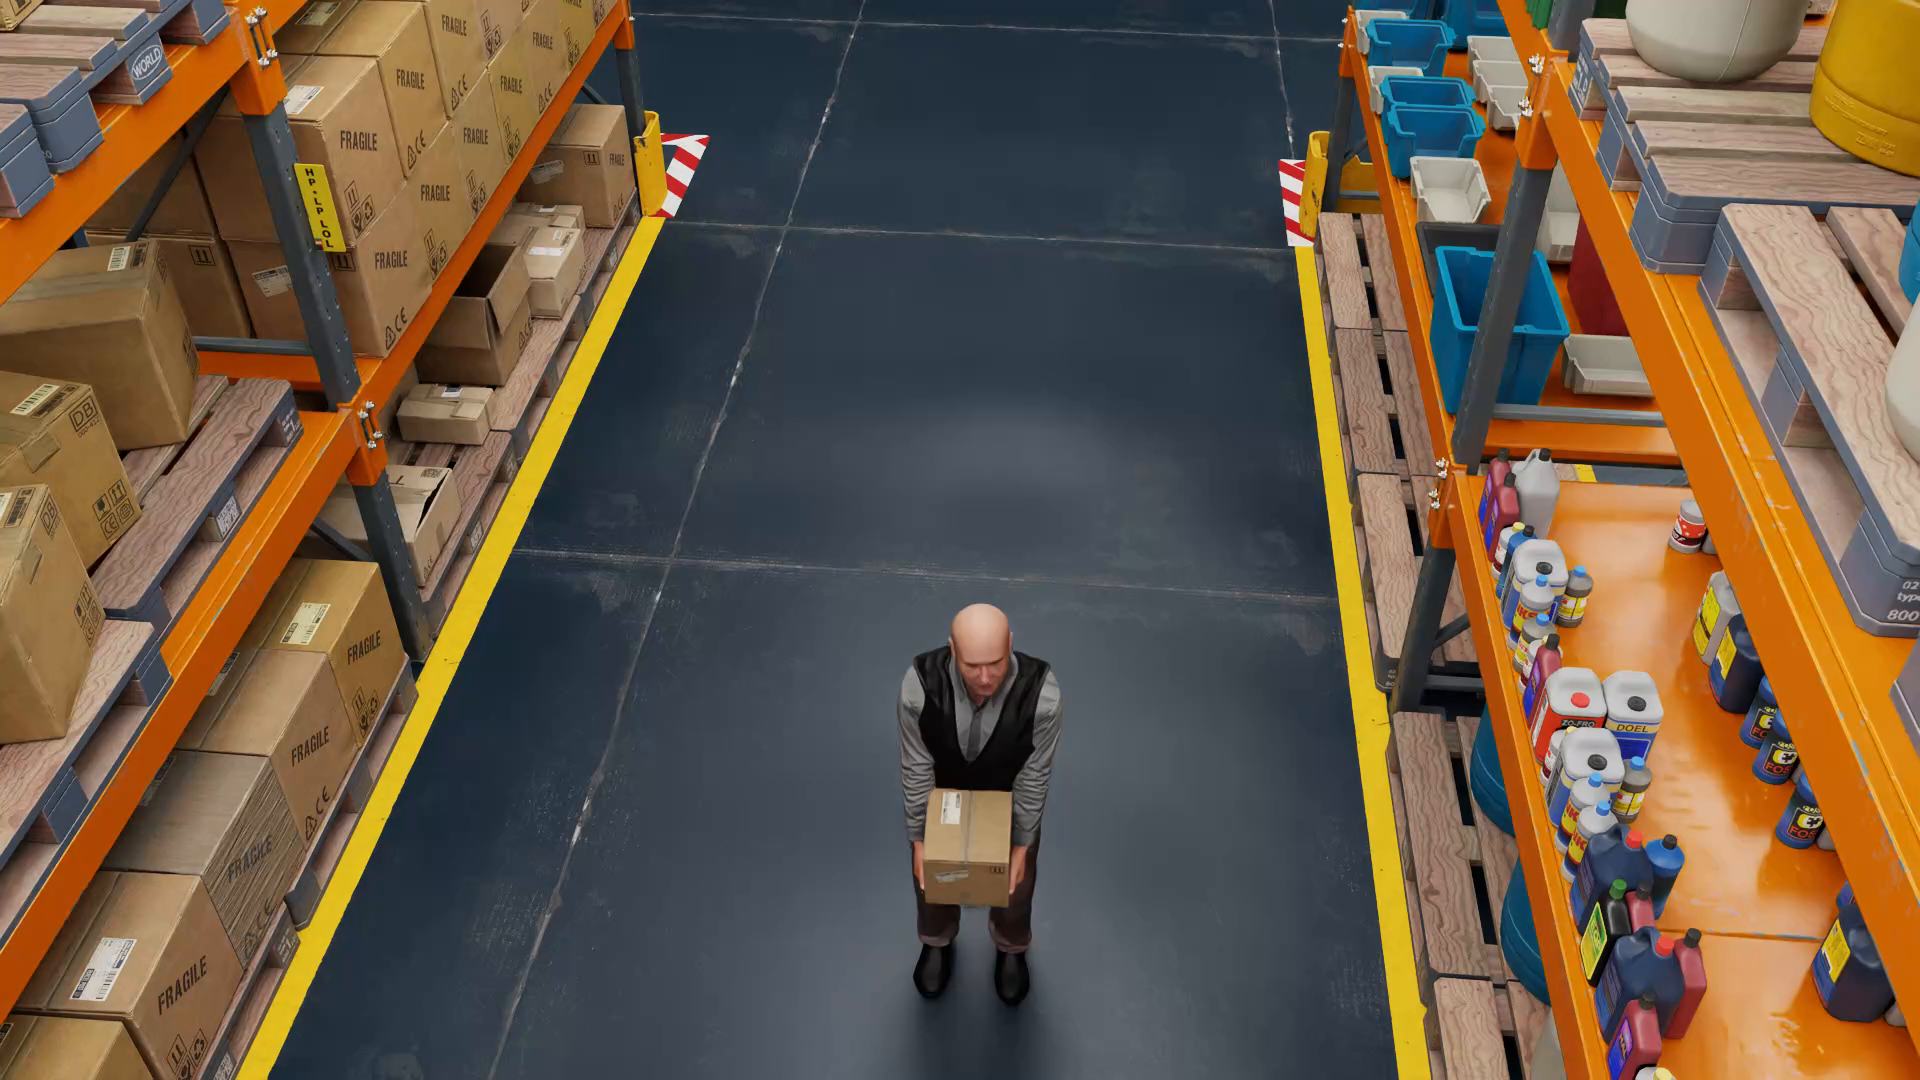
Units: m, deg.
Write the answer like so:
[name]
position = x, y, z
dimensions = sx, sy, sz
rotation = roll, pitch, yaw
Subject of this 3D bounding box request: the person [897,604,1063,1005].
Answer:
[person]
position = 0.057, 0.858, 5.157
dimensions = 0.487, 1.713, 0.577
rotation = 3, 40, 3
